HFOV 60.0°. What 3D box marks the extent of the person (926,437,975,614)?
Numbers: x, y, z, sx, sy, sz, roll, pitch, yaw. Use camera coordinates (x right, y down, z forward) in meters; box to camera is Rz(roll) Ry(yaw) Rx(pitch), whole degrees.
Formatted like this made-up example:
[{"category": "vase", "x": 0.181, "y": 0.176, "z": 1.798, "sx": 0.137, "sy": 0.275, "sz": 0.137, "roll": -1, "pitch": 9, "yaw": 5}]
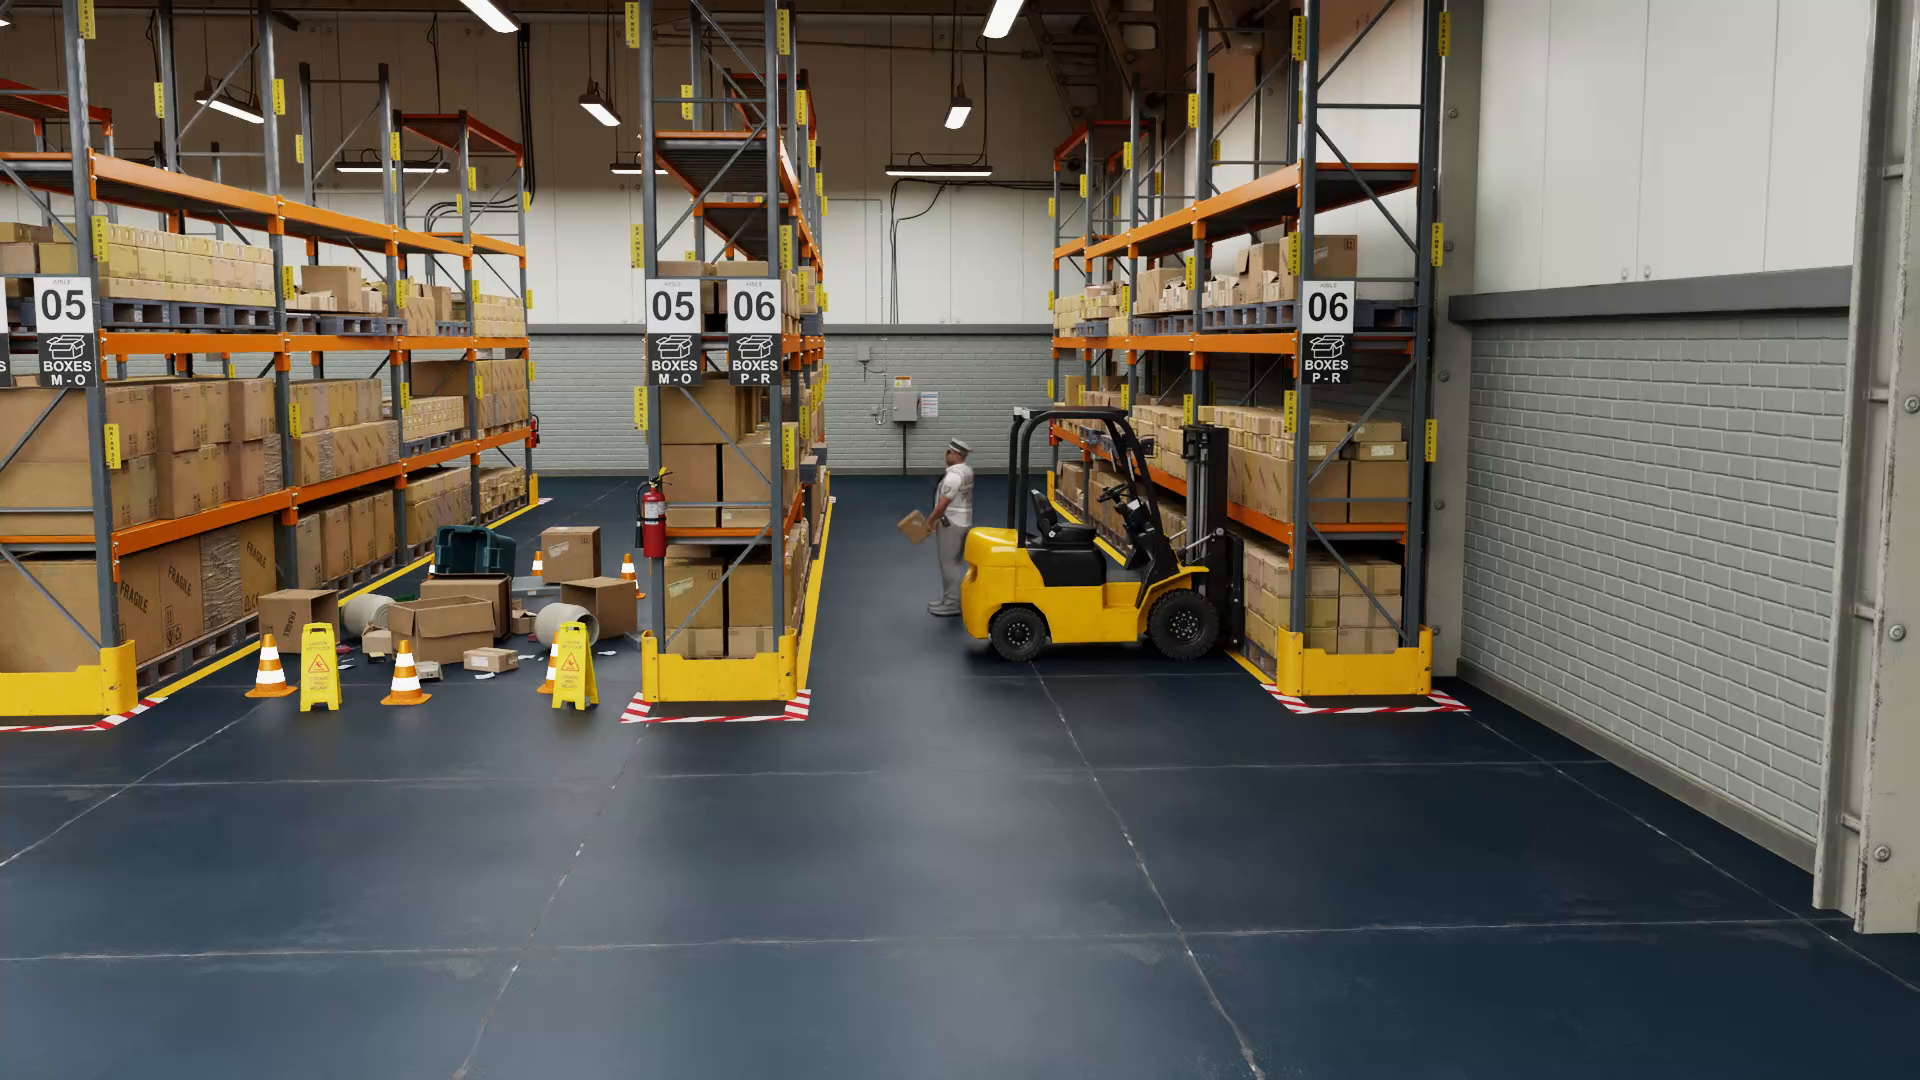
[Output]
[{"category": "person", "x": -0.128, "y": -0.149, "z": 16.802, "sx": 0.532, "sy": 1.782, "sz": 0.531, "roll": 2, "pitch": 7, "yaw": 17}]
